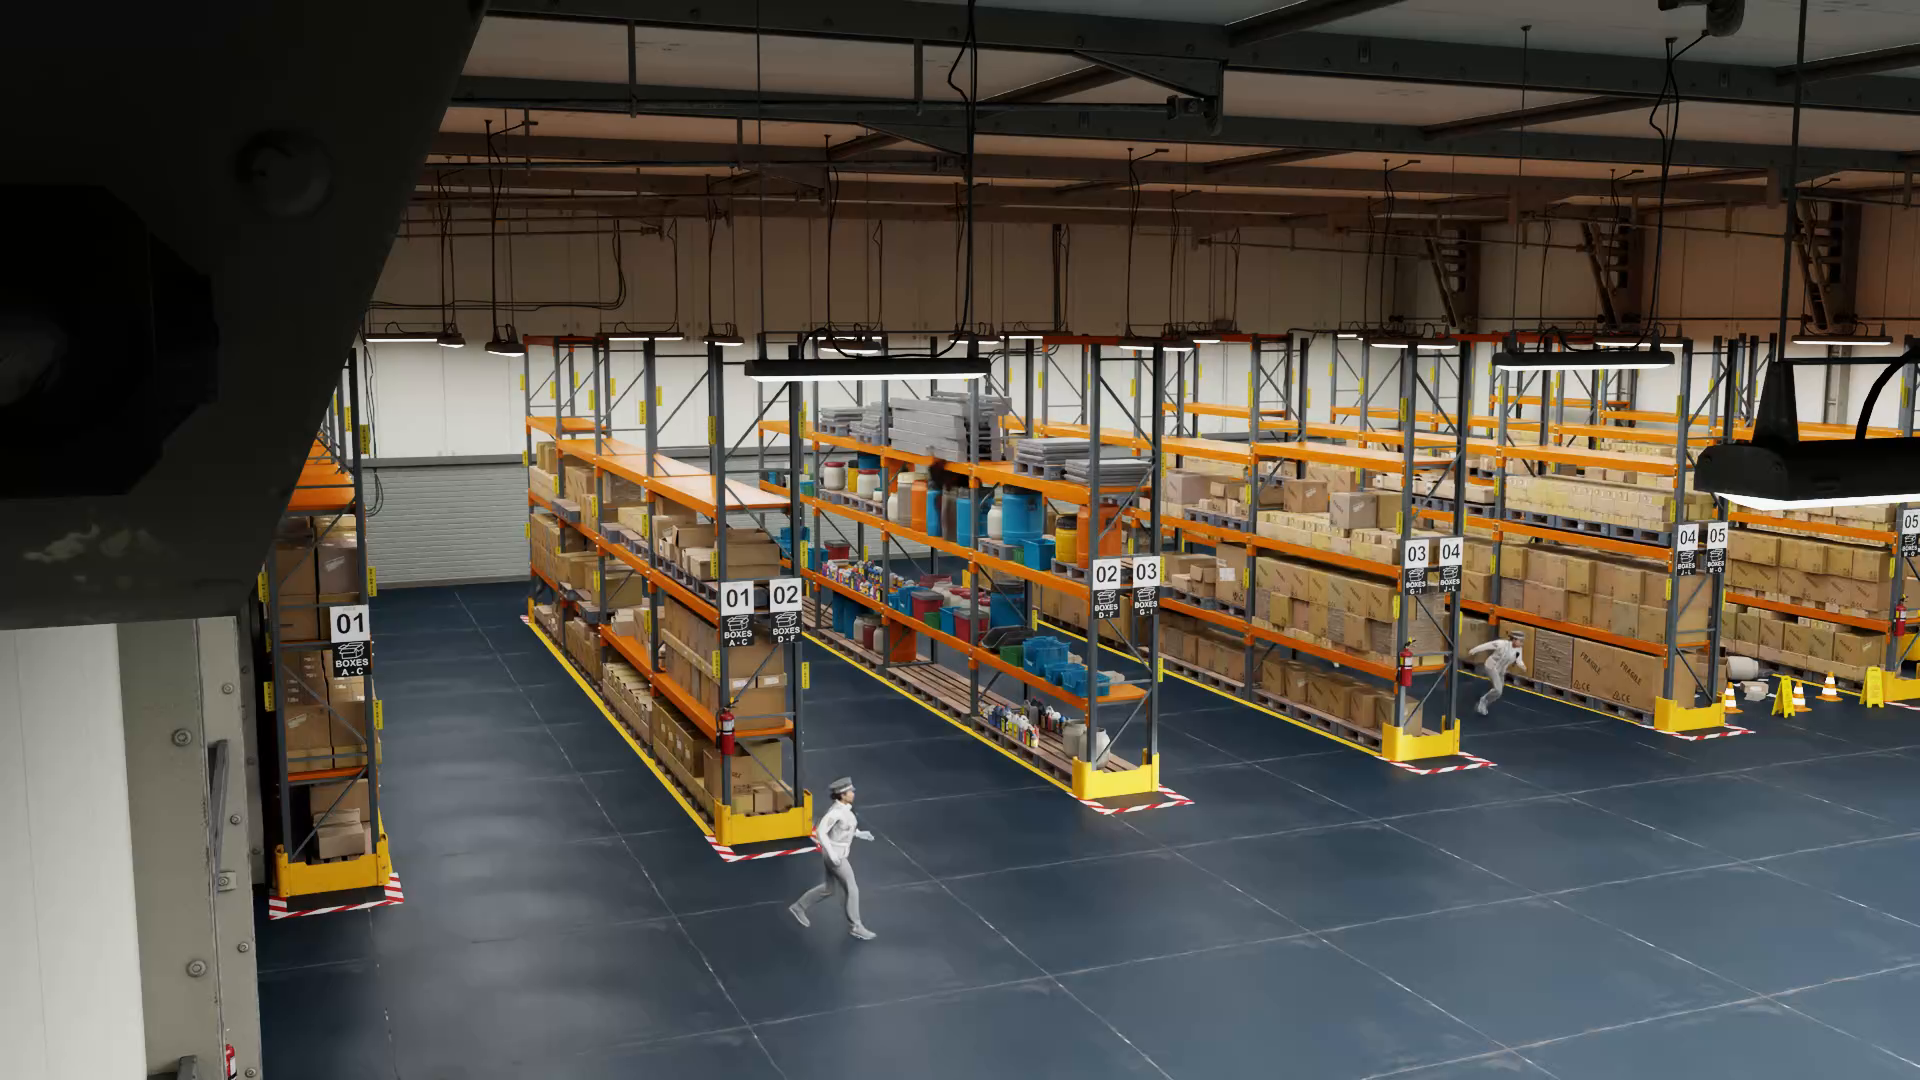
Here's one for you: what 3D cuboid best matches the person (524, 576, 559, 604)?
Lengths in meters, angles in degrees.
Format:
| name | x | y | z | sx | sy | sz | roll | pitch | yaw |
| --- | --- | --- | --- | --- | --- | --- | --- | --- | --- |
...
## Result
| name | x | y | z | sx | sy | sz | roll | pitch | yaw |
| --- | --- | --- | --- | --- | --- | --- | --- | --- | --- |
| person | -8.943 | 0.733 | 35.908 | 0.910 | 1.634 | 0.632 | -3 | 8 | -21 |

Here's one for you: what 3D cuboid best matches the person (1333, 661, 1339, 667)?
| name | x | y | z | sx | sy | sz | roll | pitch | yaw |
| --- | --- | --- | --- | --- | --- | --- | --- | --- | --- |
| person | 7.041 | 1.548 | 30.297 | 0.634 | 1.578 | 0.525 | 0 | 8 | -3 |

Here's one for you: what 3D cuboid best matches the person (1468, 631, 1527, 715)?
| name | x | y | z | sx | sy | sz | roll | pitch | yaw |
| --- | --- | --- | --- | --- | --- | --- | --- | --- | --- |
| person | 8.603 | 2.108 | 26.422 | 0.574 | 1.428 | 0.955 | -4 | 9 | -28 |

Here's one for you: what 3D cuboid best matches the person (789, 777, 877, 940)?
| name | x | y | z | sx | sy | sz | roll | pitch | yaw |
| --- | --- | --- | --- | --- | --- | --- | --- | --- | --- |
| person | -1.298 | 3.253 | 17.030 | 0.880 | 1.694 | 0.590 | 0 | 8 | 1 |
